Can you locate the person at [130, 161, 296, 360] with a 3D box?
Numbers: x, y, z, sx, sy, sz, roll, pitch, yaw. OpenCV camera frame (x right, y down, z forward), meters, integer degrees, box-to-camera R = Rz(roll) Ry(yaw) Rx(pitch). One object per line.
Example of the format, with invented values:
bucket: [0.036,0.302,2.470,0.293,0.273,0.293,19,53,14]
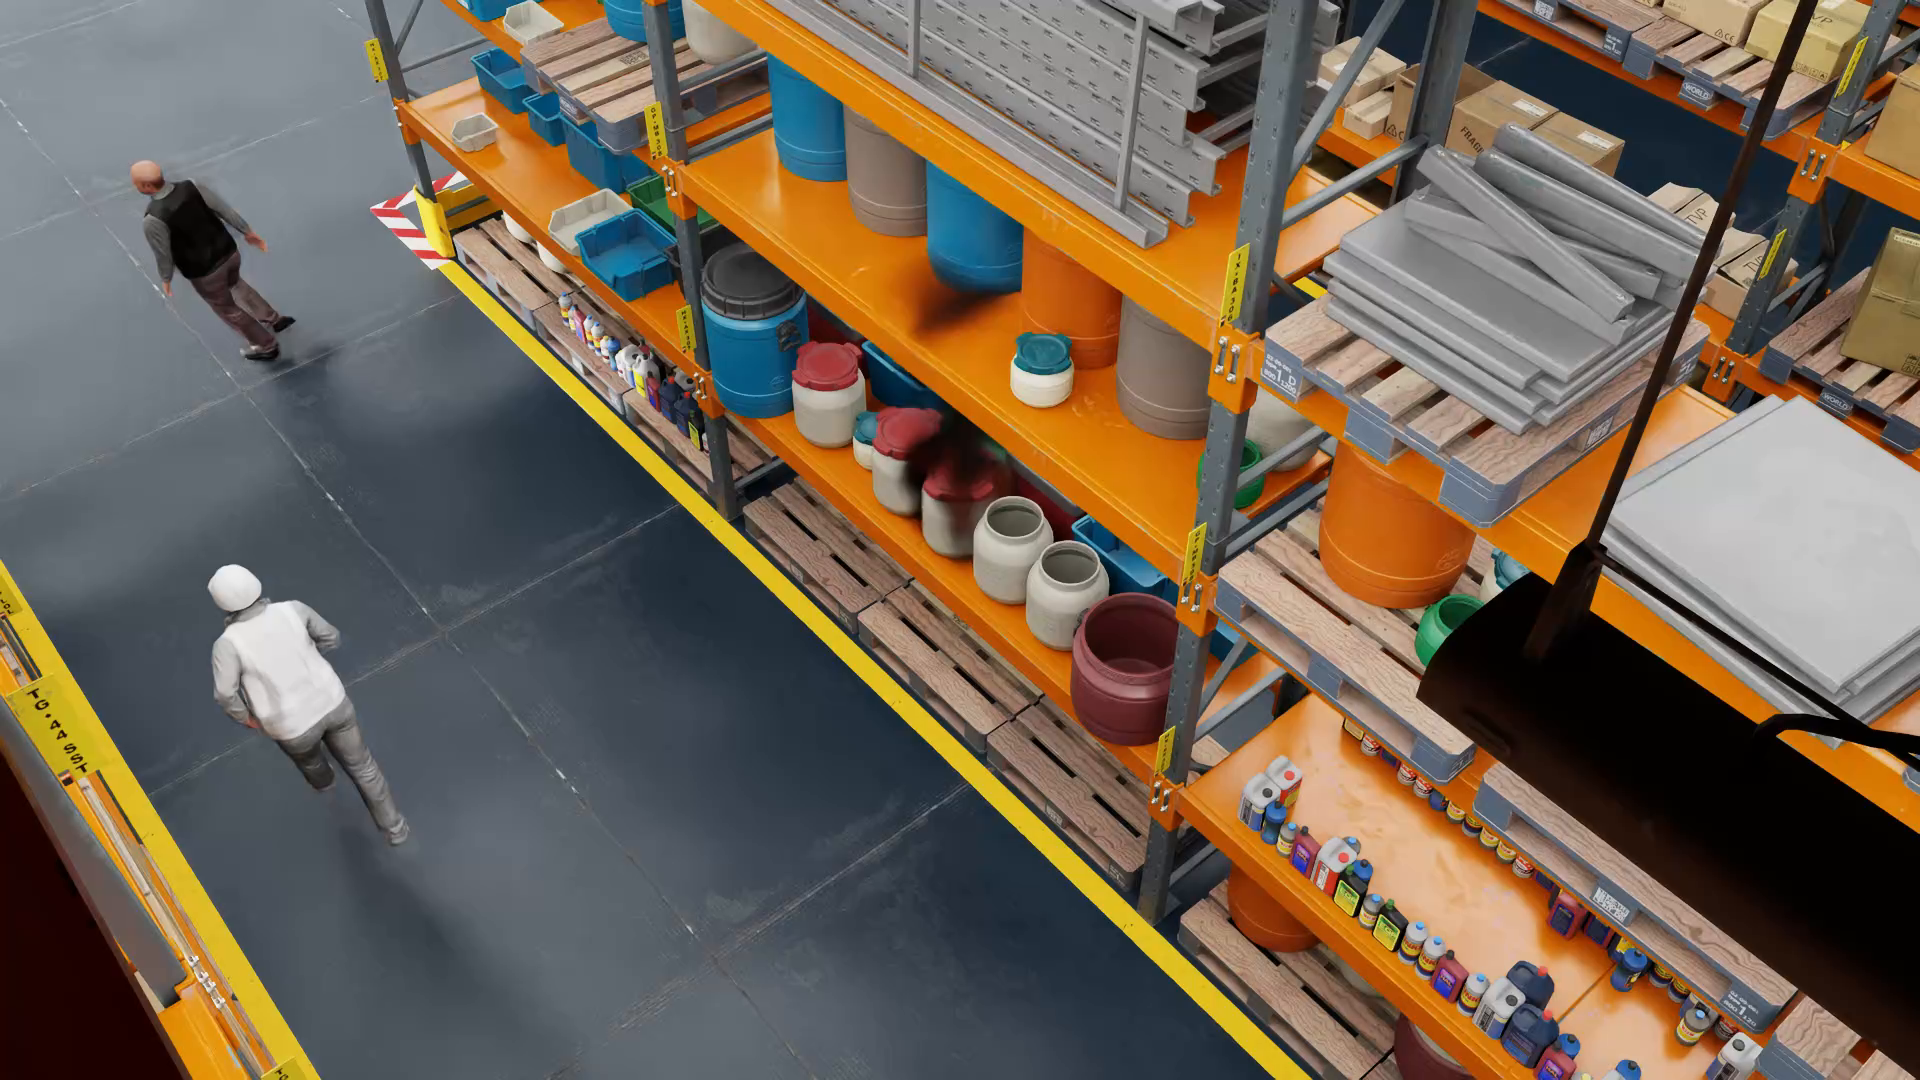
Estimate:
person: [-5.243,-1.949,11.686,0.563,1.677,0.698,17,49,15]

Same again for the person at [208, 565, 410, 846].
person: [-3.349,0.936,8.566,0.986,1.763,0.702,31,54,26]
